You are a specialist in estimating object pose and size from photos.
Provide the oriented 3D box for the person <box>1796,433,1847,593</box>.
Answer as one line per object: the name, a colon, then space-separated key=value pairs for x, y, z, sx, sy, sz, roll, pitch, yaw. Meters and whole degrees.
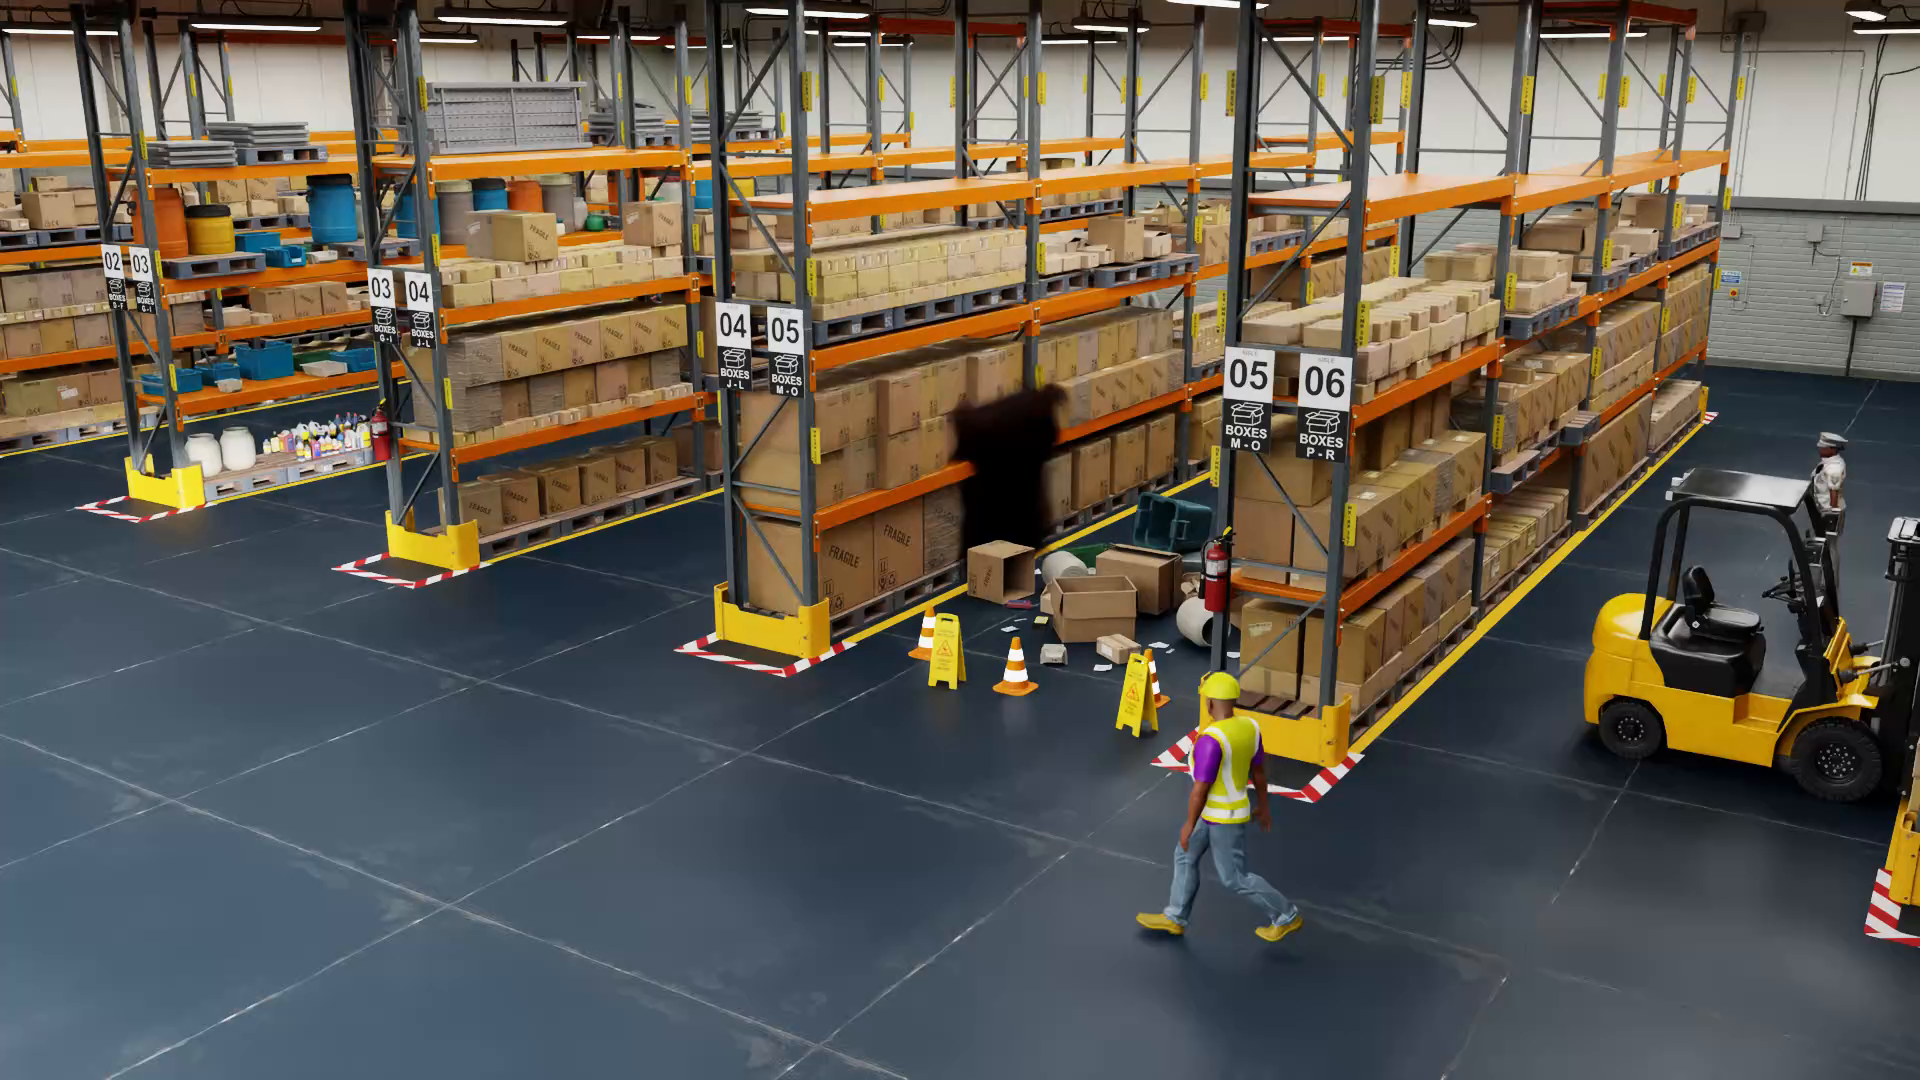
person: x=8.929 y=-0.282 z=17.150 sx=0.472 sy=1.672 sz=0.425 roll=-15 pitch=21 yaw=-43

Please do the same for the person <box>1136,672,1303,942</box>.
person: x=1.600 y=1.646 z=10.067 sx=1.000 sy=1.737 sz=0.490 roll=0 pitch=16 yaw=1

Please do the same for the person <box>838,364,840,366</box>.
person: x=-1.372 y=-1.769 z=21.349 sx=0.378 sy=1.669 sz=0.532 roll=8 pitch=17 yaw=25

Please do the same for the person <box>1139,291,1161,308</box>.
person: x=3.880 y=-5.070 z=34.268 sx=0.454 sy=1.670 sz=0.432 roll=-12 pitch=20 yaw=-38
